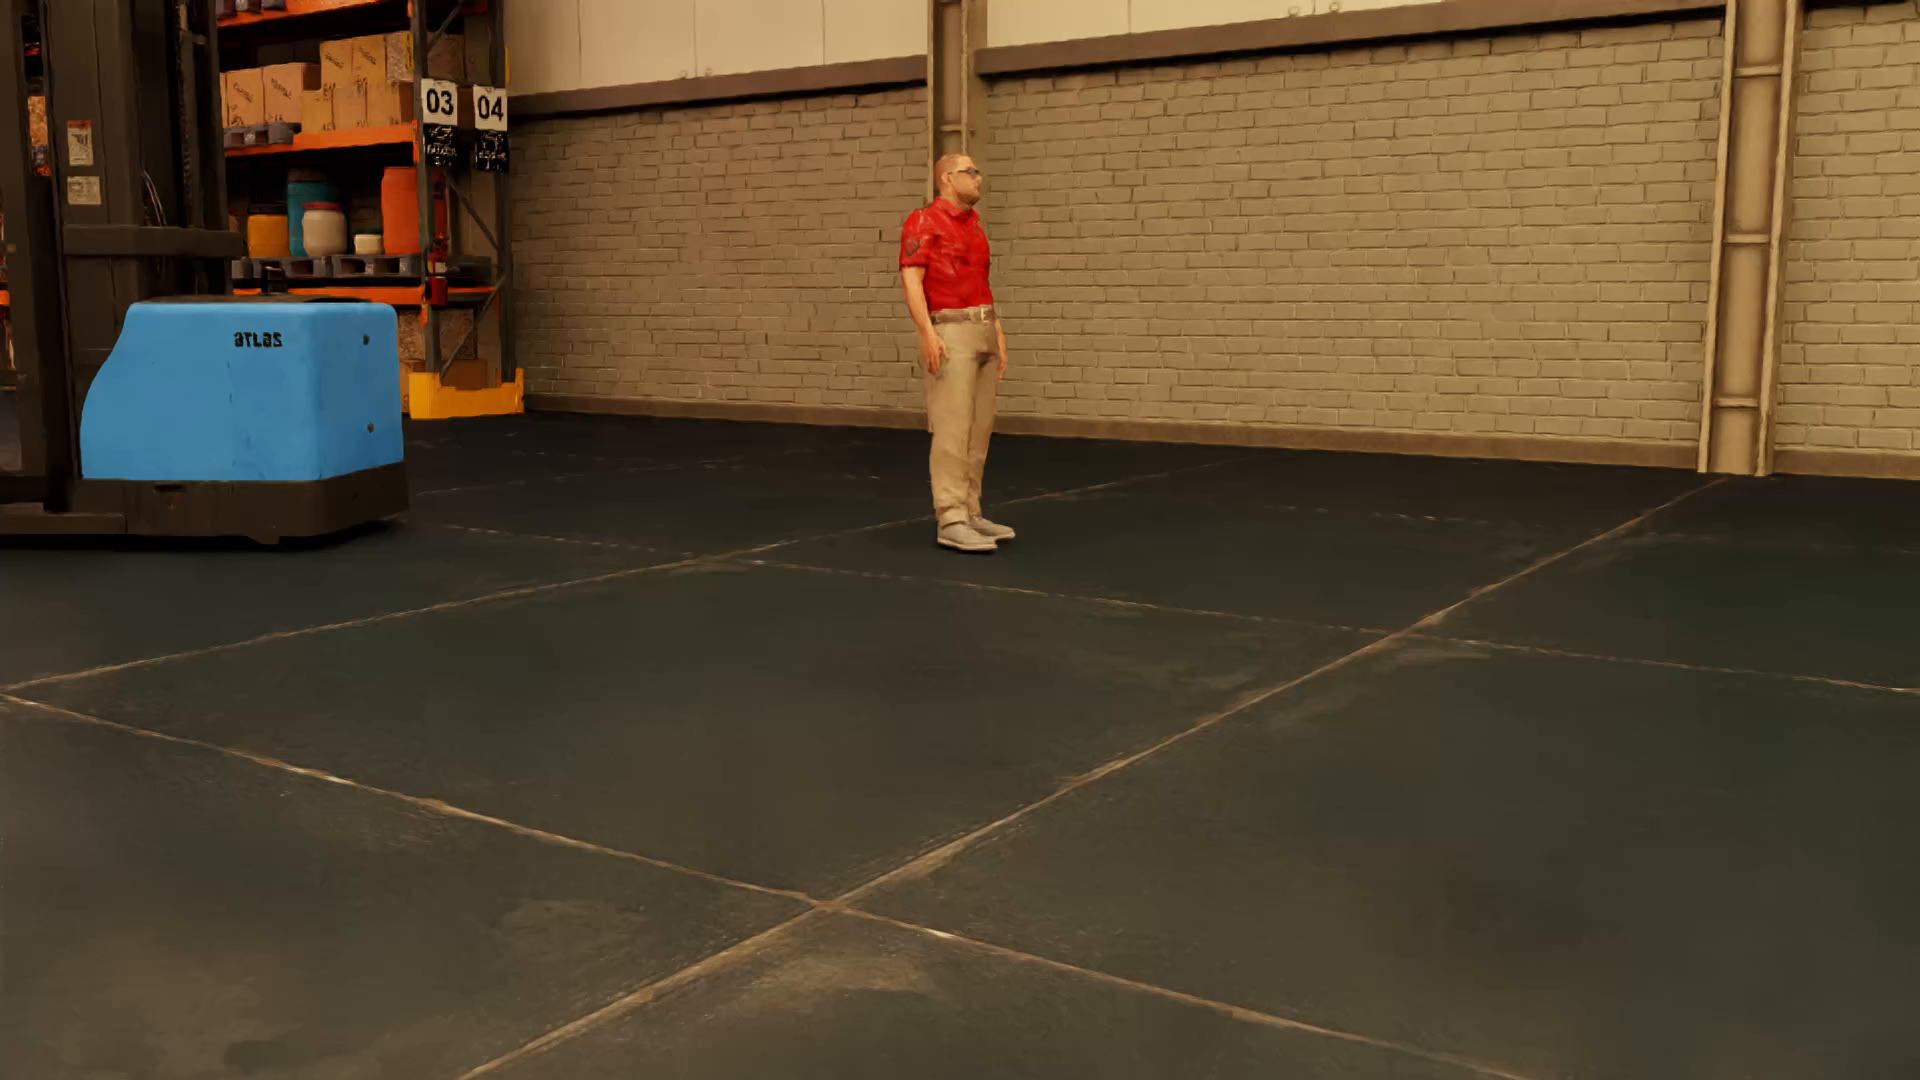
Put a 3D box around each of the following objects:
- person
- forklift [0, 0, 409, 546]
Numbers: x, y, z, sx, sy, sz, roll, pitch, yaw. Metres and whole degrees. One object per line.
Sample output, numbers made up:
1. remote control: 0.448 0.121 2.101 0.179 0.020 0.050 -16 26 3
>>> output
1. person: 0.068 -0.855 7.421 0.550 1.727 0.640 5 10 34
2. forklift: -4.242 -1.484 7.630 3.031 2.935 1.130 1 8 4
